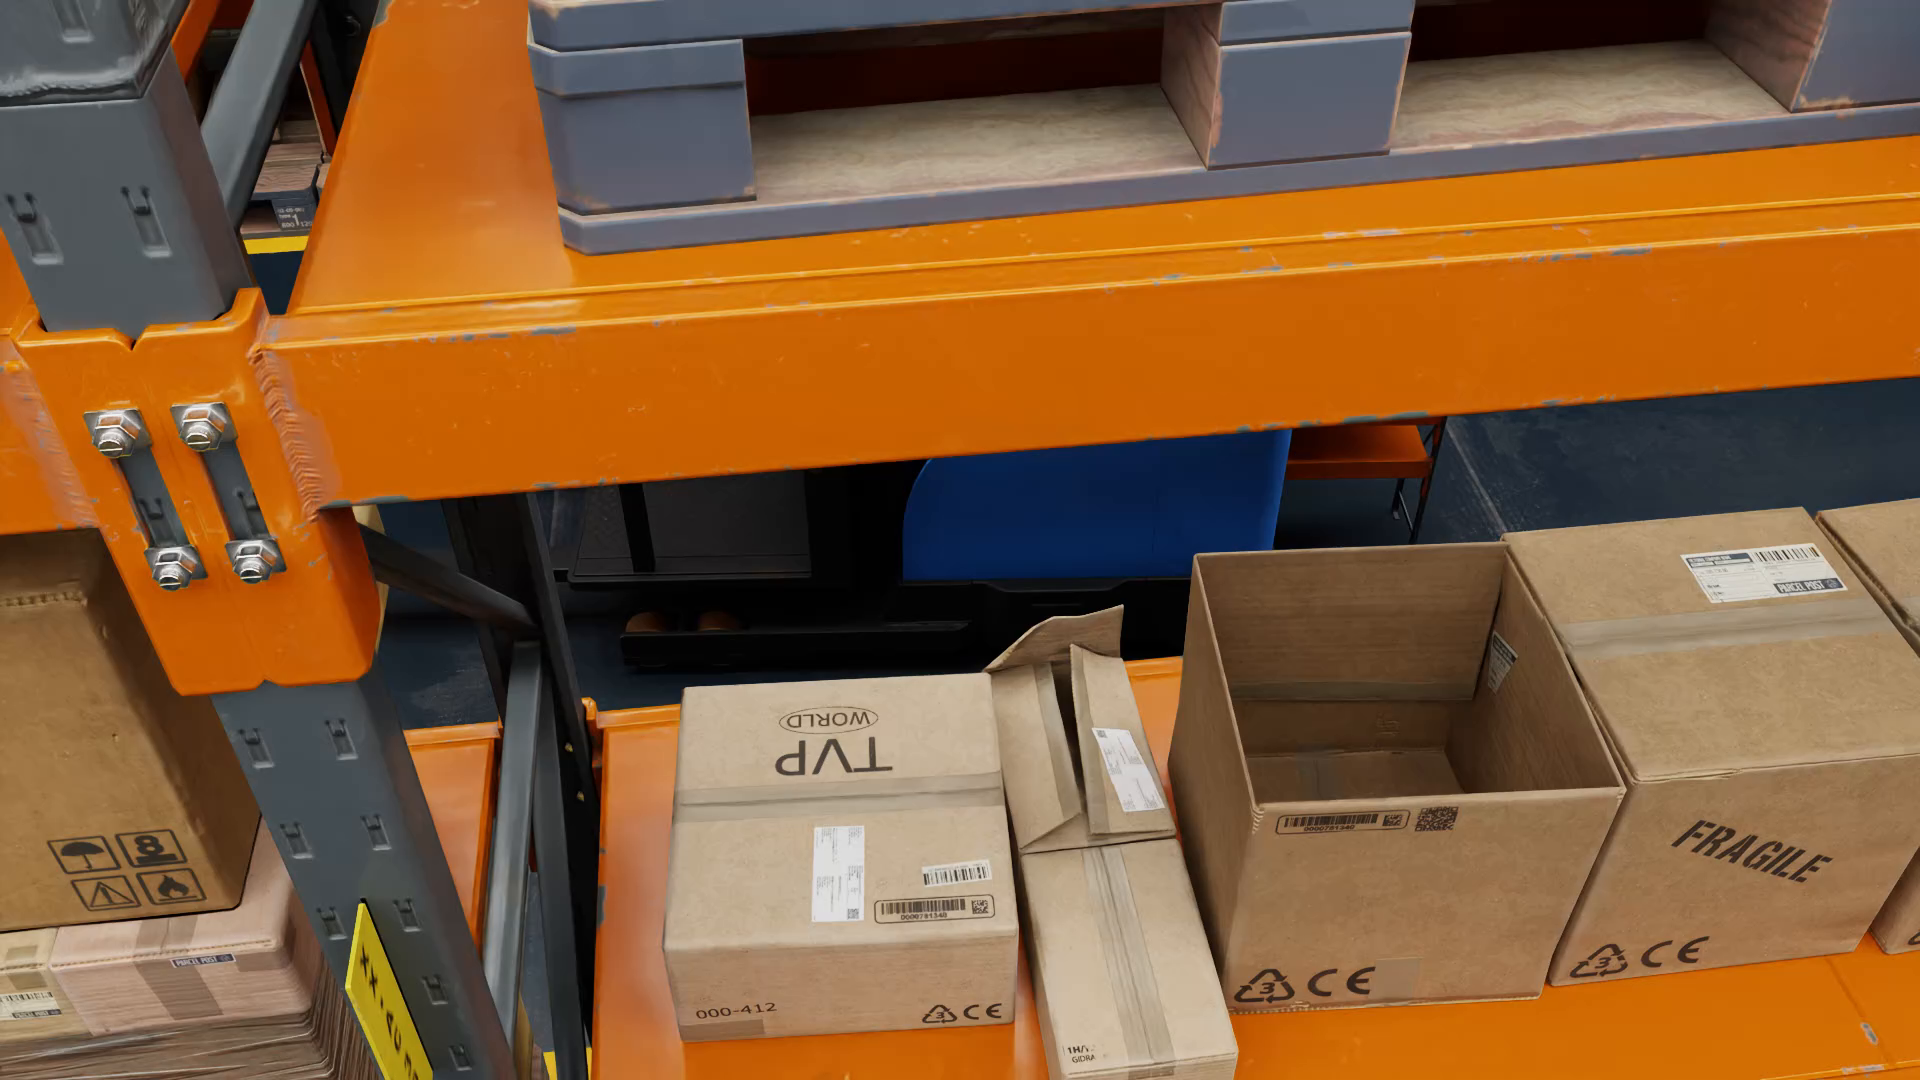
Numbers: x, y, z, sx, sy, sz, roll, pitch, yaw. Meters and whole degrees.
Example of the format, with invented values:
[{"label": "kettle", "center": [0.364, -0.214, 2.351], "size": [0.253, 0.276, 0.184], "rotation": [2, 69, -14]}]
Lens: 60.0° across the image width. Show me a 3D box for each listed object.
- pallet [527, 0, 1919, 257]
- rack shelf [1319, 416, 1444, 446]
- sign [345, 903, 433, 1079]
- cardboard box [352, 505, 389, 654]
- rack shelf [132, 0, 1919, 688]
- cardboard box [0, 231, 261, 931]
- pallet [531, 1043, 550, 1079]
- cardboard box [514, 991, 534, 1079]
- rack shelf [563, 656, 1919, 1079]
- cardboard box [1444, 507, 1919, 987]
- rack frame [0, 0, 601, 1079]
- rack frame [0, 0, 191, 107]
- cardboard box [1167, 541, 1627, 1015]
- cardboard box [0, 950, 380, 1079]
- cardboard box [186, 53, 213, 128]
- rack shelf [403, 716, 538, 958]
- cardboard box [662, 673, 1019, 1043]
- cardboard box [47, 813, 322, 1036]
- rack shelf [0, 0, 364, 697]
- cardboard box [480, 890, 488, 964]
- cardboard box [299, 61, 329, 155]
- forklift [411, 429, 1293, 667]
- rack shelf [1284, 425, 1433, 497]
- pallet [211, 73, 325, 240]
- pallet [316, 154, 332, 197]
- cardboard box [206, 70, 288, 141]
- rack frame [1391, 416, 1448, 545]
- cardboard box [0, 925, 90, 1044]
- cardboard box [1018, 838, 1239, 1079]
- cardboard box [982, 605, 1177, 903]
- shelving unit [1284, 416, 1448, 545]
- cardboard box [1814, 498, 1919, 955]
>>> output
[{"label": "pallet", "center": [0.208, -0.630, 1.613], "size": [1.217, 0.209, 0.805], "rotation": [-7, 42, -7]}, {"label": "rack shelf", "center": [1.155, -0.411, 4.910], "size": [0.480, 0.148, 0.258], "rotation": [-1, 42, -1]}, {"label": "sign", "center": [-0.592, 0.515, 1.734], "size": [0.005, 0.325, 0.100], "rotation": [-5, 42, -6]}, {"label": "cardboard box", "center": [-0.957, 0.114, 2.325], "size": [0.250, 0.149, 0.380], "rotation": [-5, 42, -6]}, {"label": "rack shelf", "center": [1.318, -0.523, 1.888], "size": [4.000, 0.370, 1.077], "rotation": [-5, 42, -6]}, {"label": "cardboard box", "center": [-1.104, 0.021, 1.943], "size": [0.500, 0.500, 0.700], "rotation": [-5, 42, -5]}, {"label": "pallet", "center": [-1.459, 1.574, 3.347], "size": [1.213, 0.211, 1.003], "rotation": [-5, 42, -6]}, {"label": "cardboard box", "center": [-1.164, 1.202, 3.418], "size": [0.500, 0.250, 0.500], "rotation": [-5, 42, -6]}, {"label": "rack shelf", "center": [1.318, 0.591, 2.892], "size": [4.000, 0.370, 1.077], "rotation": [-5, 42, -6]}, {"label": "cardboard box", "center": [1.118, 0.315, 2.586], "size": [0.500, 0.500, 0.500], "rotation": [-5, 42, -5]}, {"label": "rack frame", "center": [-0.665, 0.498, 2.459], "size": [0.127, 3.000, 1.000], "rotation": [-5, 42, -6]}, {"label": "rack frame", "center": [-0.665, -1.730, 0.450], "size": [0.127, 3.000, 1.000], "rotation": [-5, 42, -6]}, {"label": "cardboard box", "center": [0.621, 0.359, 2.538], "size": [0.500, 0.500, 0.500], "rotation": [-2, 42, -2]}, {"label": "cardboard box", "center": [-1.104, 0.503, 2.378], "size": [0.500, 0.500, 0.700], "rotation": [-6, 42, -7]}, {"label": "cardboard box", "center": [-3.280, -1.760, 6.500], "size": [0.500, 0.500, 0.700], "rotation": [-7, 43, -8]}, {"label": "rack shelf", "center": [-2.648, 0.938, 2.507], "size": [4.000, 0.370, 1.077], "rotation": [-5, 42, -6]}, {"label": "cardboard box", "center": [-0.183, 0.481, 2.589], "size": [0.500, 0.250, 0.500], "rotation": [-3, 42, -3]}, {"label": "cardboard box", "center": [-0.907, 0.385, 2.024], "size": [0.250, 0.149, 0.380], "rotation": [-5, 42, -6]}, {"label": "rack shelf", "center": [-2.648, -0.175, 1.503], "size": [4.000, 0.370, 1.077], "rotation": [-5, 42, -6]}, {"label": "cardboard box", "center": [-1.165, 0.916, 3.174], "size": [0.500, 0.500, 0.500], "rotation": [-5, 42, -6]}, {"label": "cardboard box", "center": [-2.335, -1.910, 6.666], "size": [0.500, 0.500, 0.500], "rotation": [-8, 43, -9]}, {"label": "forklift", "center": [-0.624, -1.078, 4.257], "size": [3.031, 2.935, 1.130], "rotation": [-1, 42, -1]}, {"label": "rack shelf", "center": [1.155, -0.263, 5.043], "size": [0.480, 0.148, 0.258], "rotation": [-1, 42, -1]}, {"label": "pallet", "center": [-3.185, -1.567, 6.829], "size": [1.213, 0.211, 1.003], "rotation": [-5, 42, -6]}, {"label": "pallet", "center": [-1.972, -1.675, 6.949], "size": [1.213, 0.211, 1.003], "rotation": [-5, 42, -6]}, {"label": "cardboard box", "center": [-2.900, -1.771, 6.774], "size": [0.250, 0.149, 0.380], "rotation": [-8, 43, -9]}, {"label": "rack frame", "center": [1.399, -0.464, 4.869], "size": [0.015, 1.200, 0.240], "rotation": [-1, 42, -1]}, {"label": "cardboard box", "center": [-1.152, 0.406, 2.002], "size": [0.250, 0.149, 0.380], "rotation": [-6, 42, -6]}, {"label": "cardboard box", "center": [0.240, 0.650, 2.478], "size": [0.250, 0.149, 0.380], "rotation": [-5, 42, -6]}, {"label": "cardboard box", "center": [0.183, 0.349, 2.724], "size": [0.258, 0.266, 0.396], "rotation": [-6, 42, -7]}, {"label": "shelving unit", "center": [1.155, -0.461, 4.865], "size": [0.503, 1.200, 0.258], "rotation": [-1, 42, -1]}, {"label": "cardboard box", "center": [1.640, 0.270, 2.637], "size": [0.500, 0.500, 0.500], "rotation": [-7, 43, -8]}]
